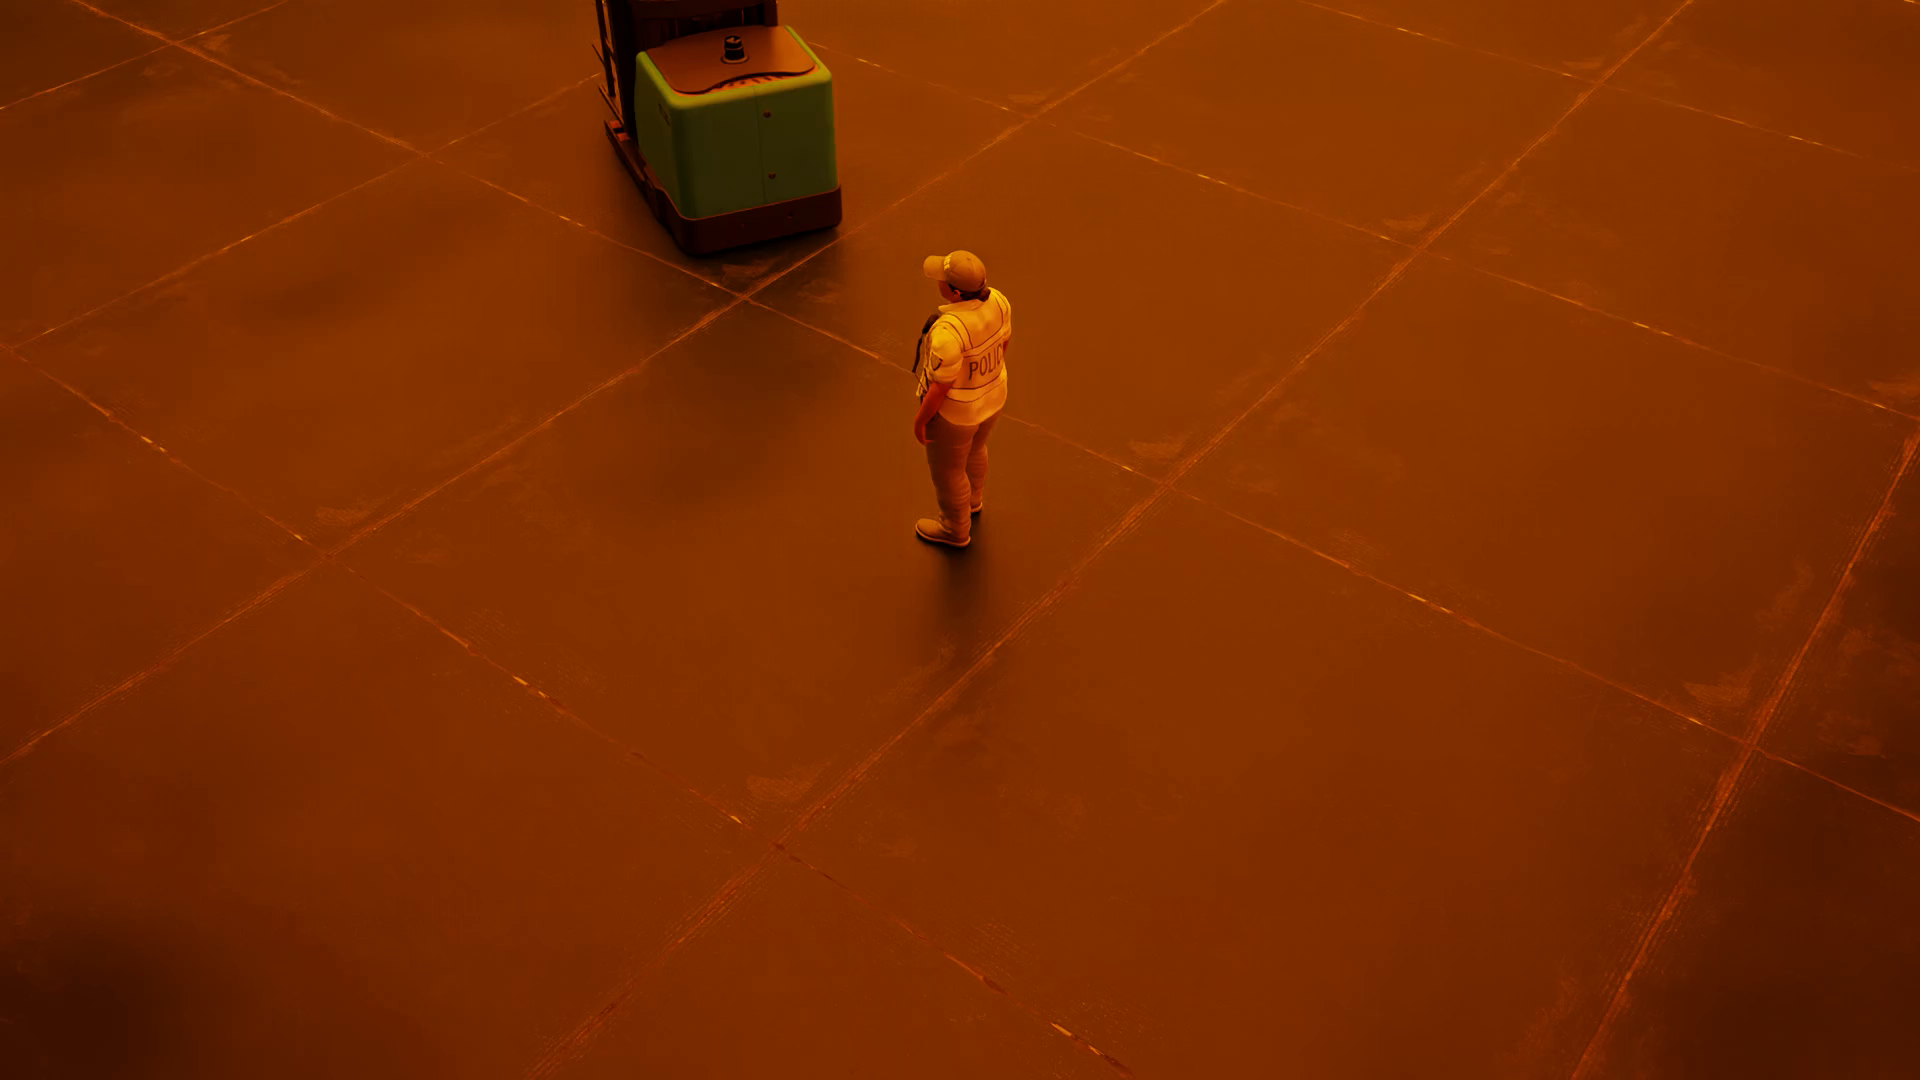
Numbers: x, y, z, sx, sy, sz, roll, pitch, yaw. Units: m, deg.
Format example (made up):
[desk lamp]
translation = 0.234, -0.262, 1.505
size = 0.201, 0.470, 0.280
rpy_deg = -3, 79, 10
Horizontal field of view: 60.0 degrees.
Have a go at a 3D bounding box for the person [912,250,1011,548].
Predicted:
[person]
translation = -0.047, -0.682, 7.837
size = 0.529, 1.670, 0.598
rpy_deg = 26, 47, 28

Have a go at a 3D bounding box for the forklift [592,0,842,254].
[forklift]
translation = -1.811, -3.845, 10.584
size = 1.130, 2.935, 3.031
rpy_deg = -16, 43, -18
